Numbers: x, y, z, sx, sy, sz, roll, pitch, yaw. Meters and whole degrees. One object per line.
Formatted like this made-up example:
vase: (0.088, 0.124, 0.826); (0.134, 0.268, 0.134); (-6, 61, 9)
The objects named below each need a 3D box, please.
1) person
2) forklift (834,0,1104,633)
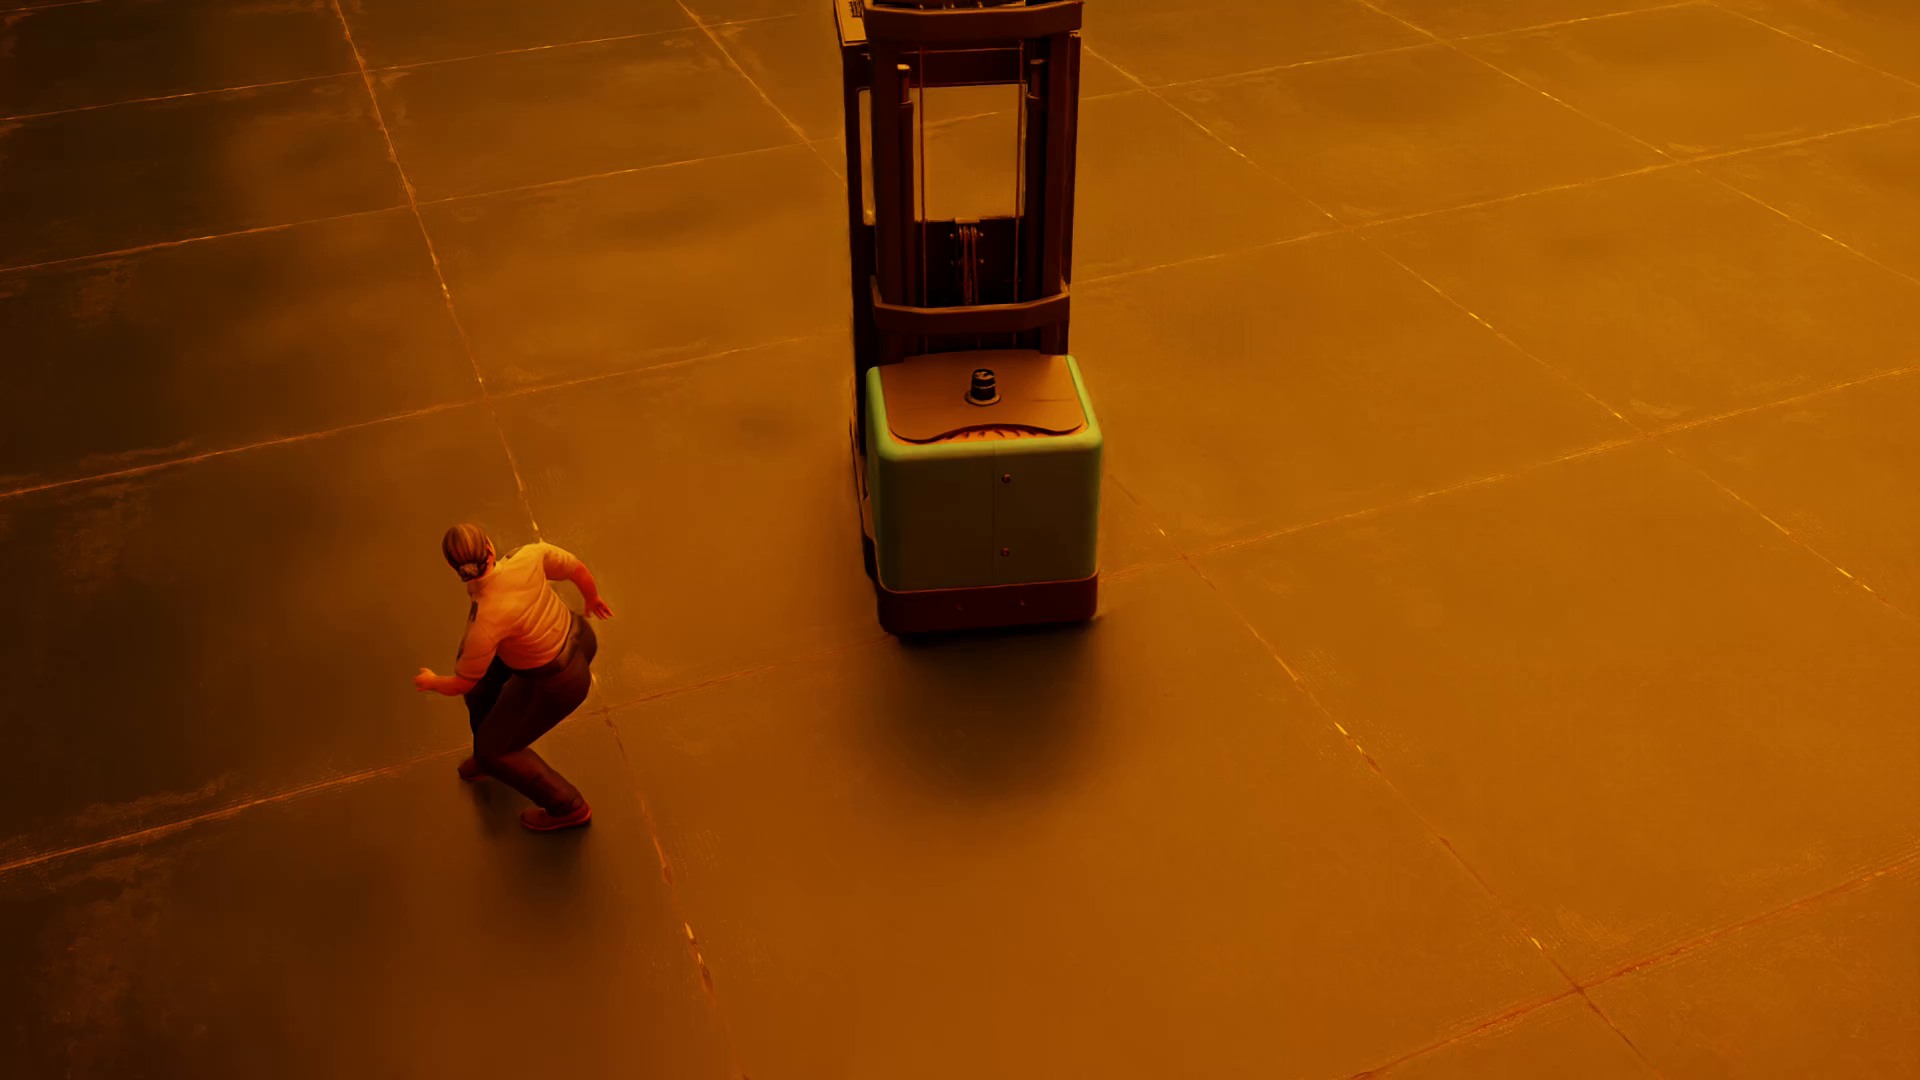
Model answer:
person: (-1.830, 0.482, 6.731); (0.713, 1.450, 0.705); (3, 36, 4)
forklift: (-0.023, -1.593, 8.339); (1.130, 2.935, 3.031); (-4, 36, -5)
